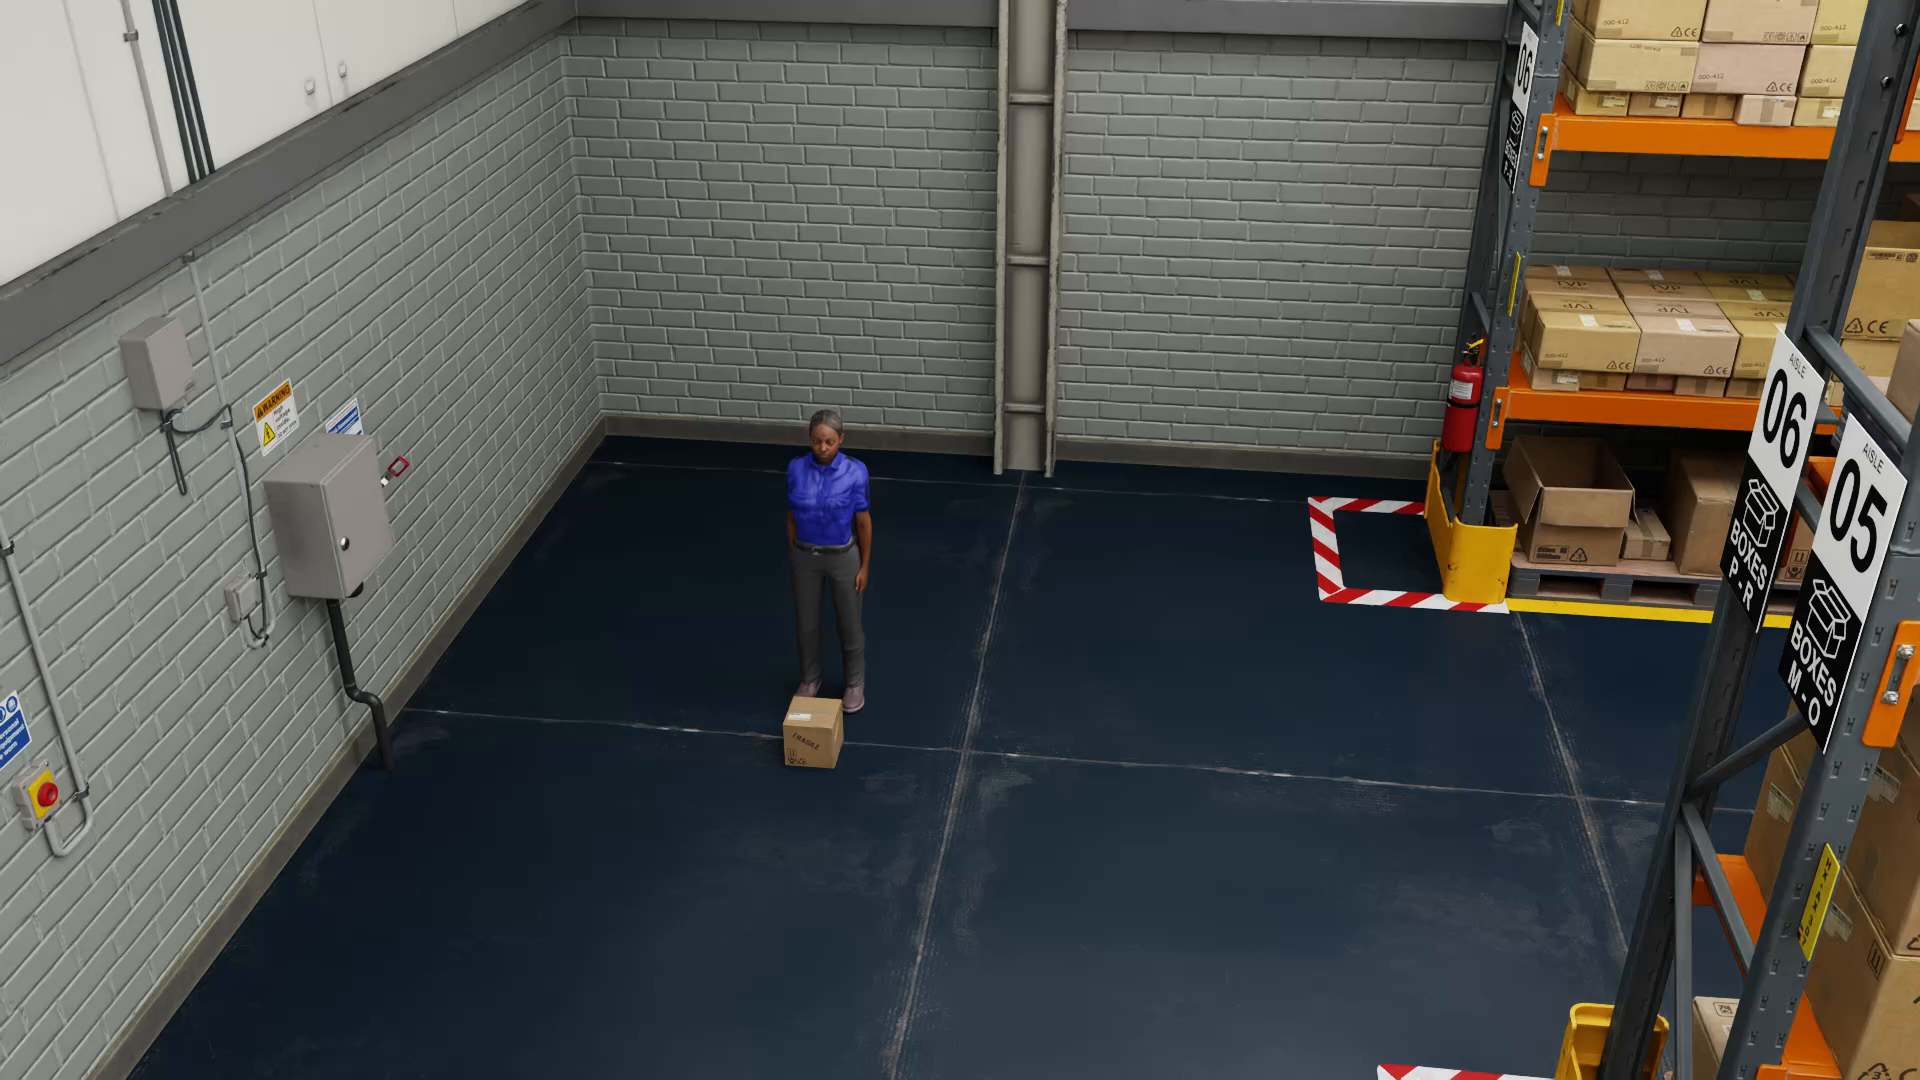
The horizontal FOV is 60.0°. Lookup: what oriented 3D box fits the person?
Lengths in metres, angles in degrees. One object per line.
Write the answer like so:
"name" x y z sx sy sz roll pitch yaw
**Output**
"person" -0.660 0.113 8.426 0.436 1.657 0.307 4 29 7
